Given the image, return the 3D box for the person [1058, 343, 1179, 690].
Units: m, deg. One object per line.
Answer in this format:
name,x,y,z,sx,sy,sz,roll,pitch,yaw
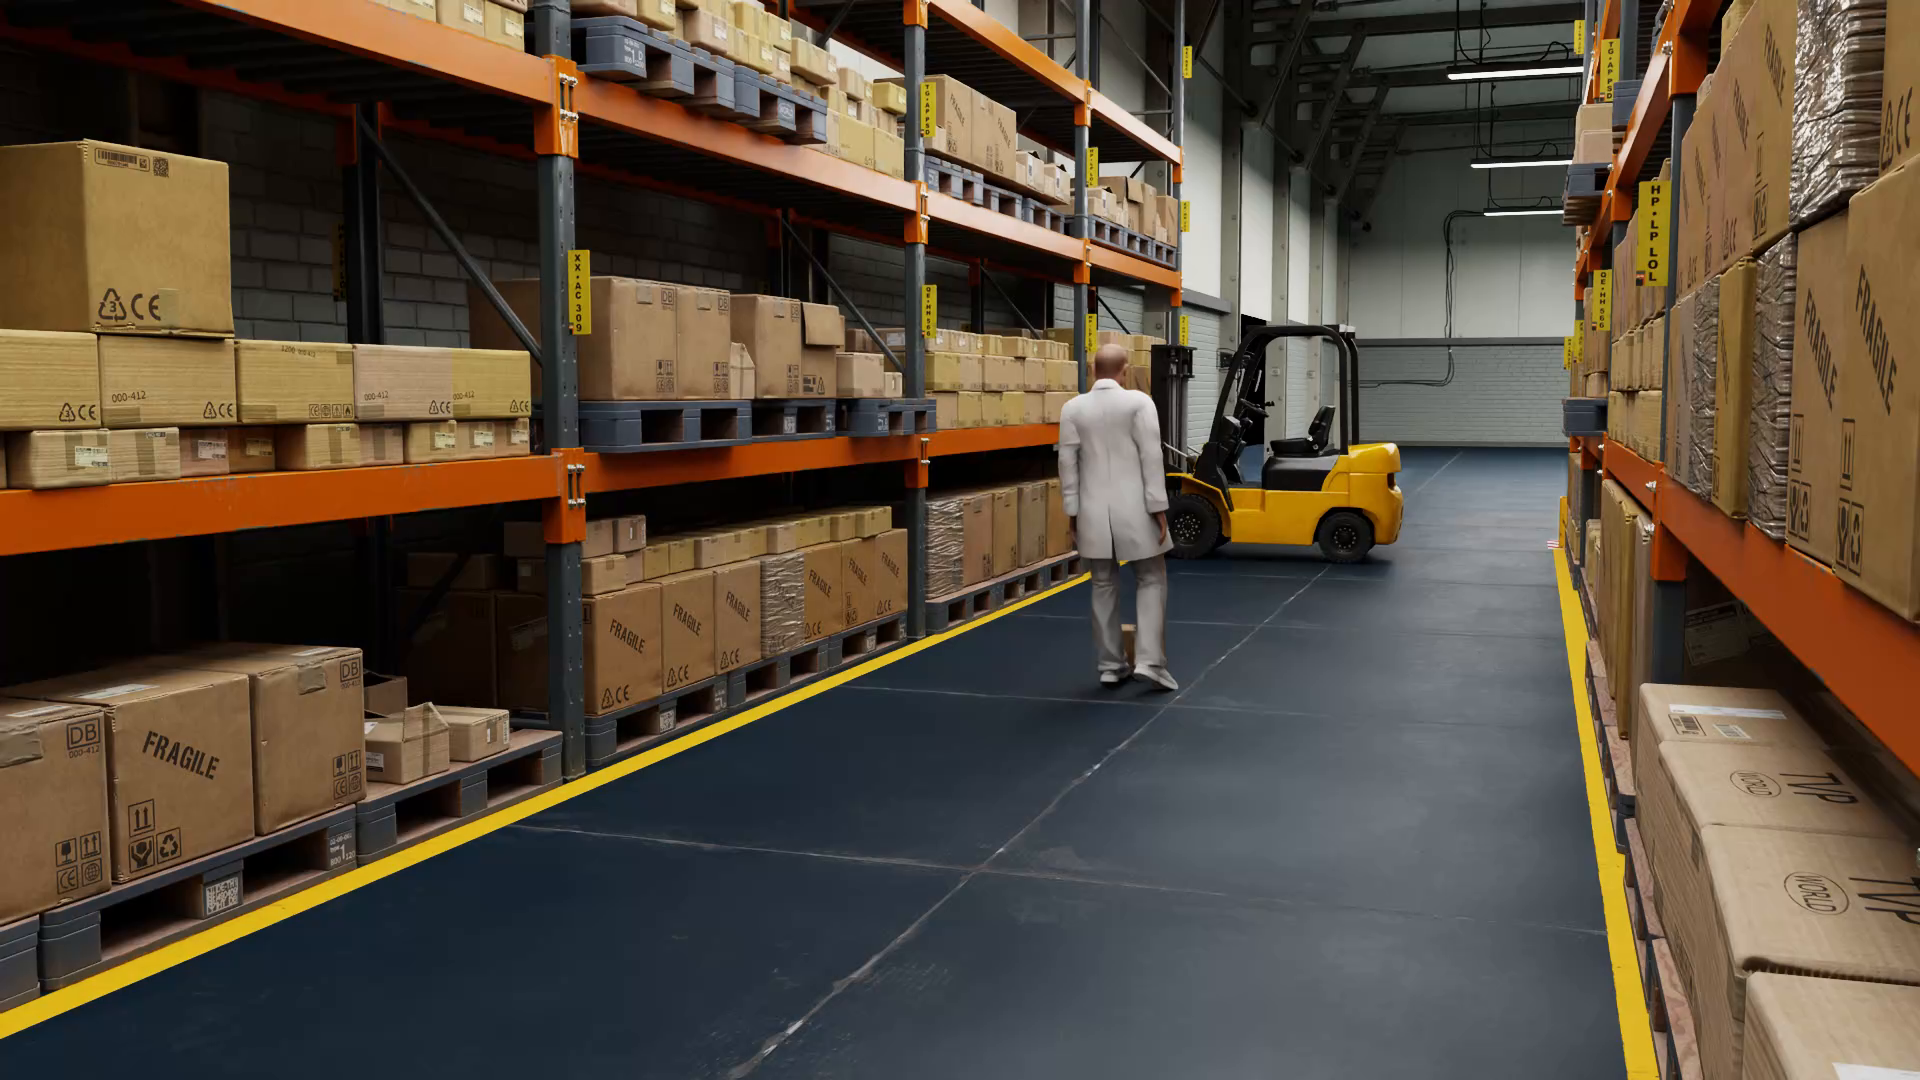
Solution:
person,0.847,-0.108,8.704,0.612,1.828,0.497,2,5,23
